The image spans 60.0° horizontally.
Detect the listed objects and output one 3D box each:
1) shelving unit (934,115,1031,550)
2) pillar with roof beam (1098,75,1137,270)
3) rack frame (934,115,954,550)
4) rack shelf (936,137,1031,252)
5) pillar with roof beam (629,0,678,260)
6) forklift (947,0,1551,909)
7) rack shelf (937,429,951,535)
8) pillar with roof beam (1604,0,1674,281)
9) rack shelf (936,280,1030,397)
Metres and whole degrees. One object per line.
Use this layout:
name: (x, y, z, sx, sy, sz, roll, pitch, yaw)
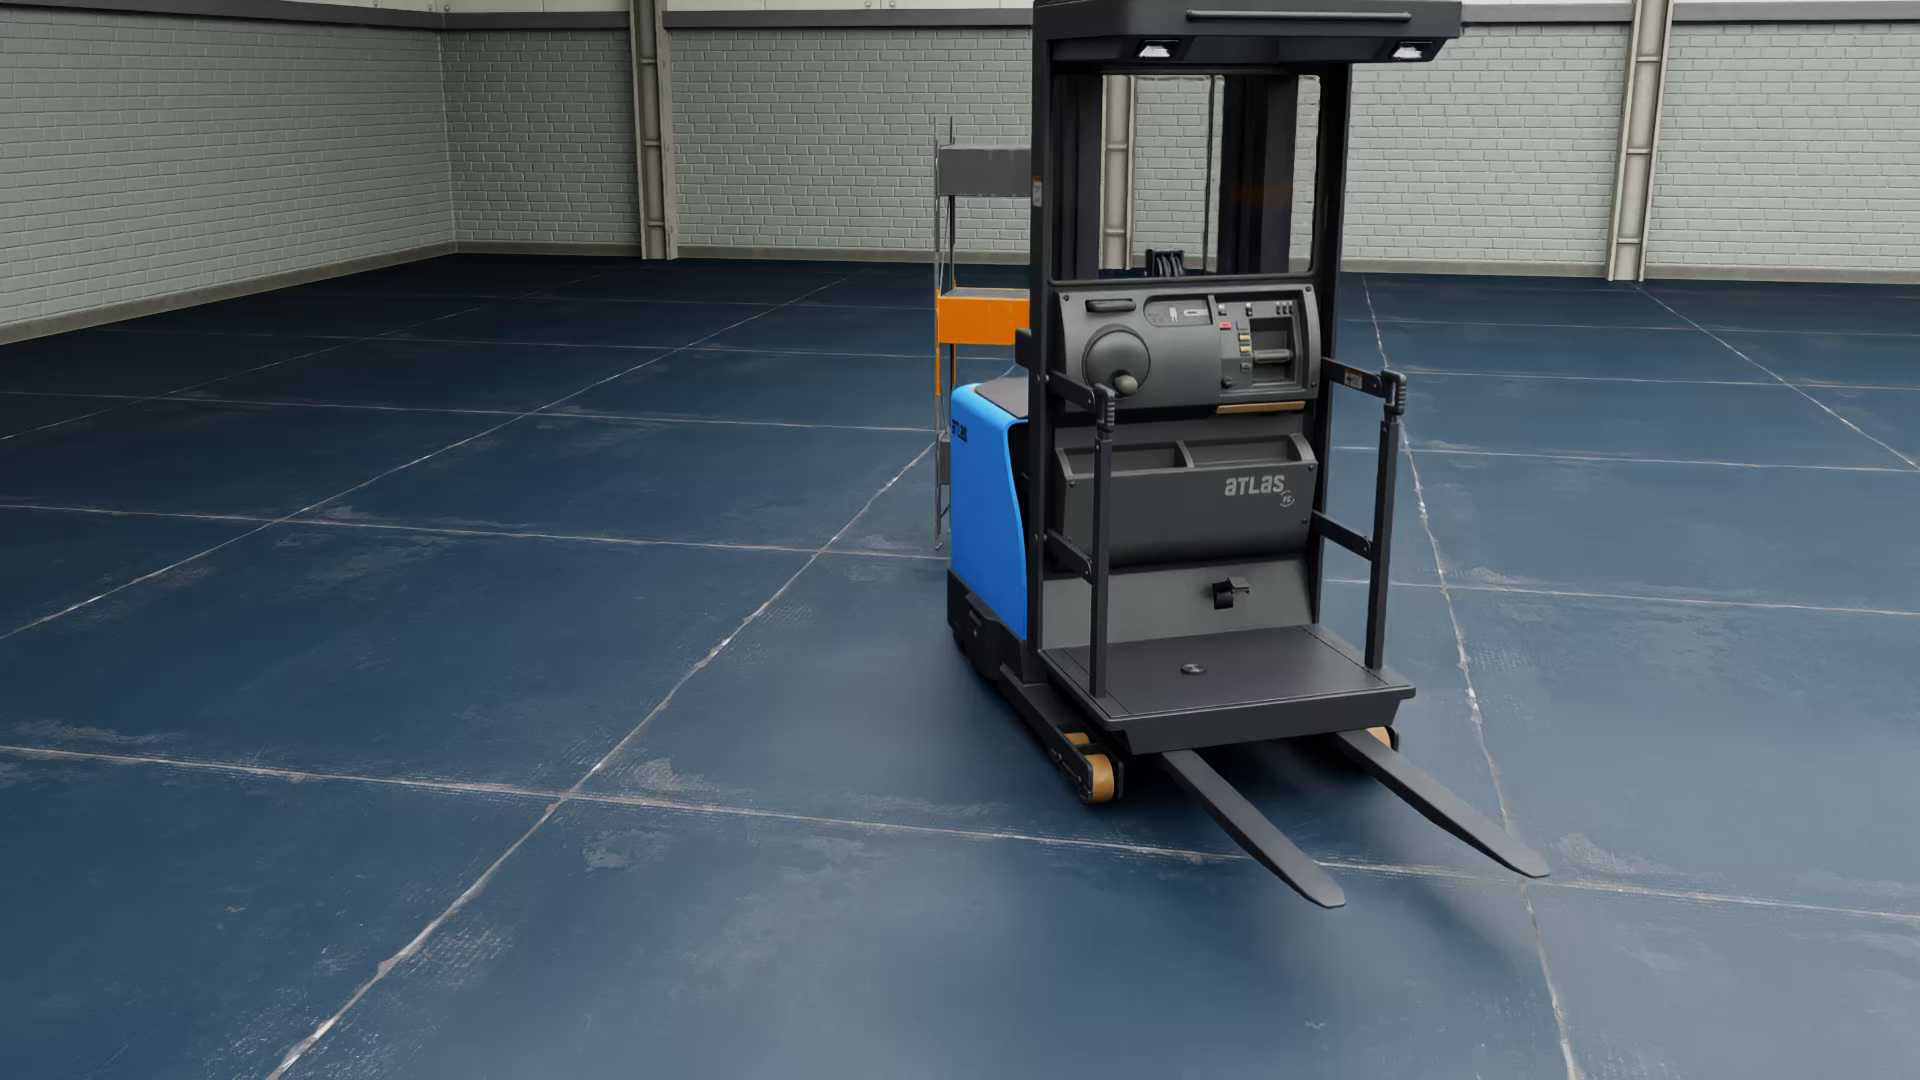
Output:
shelving unit: (0.162, -1.003, 8.180, 0.503, 2.100, 0.431, 3, 16, 11)
pillar with roof beam: (1.075, -6.602, 15.469, 0.400, 9.000, 9.100, 3, 16, 11)
rack frame: (-0.077, -1.016, 8.227, 0.015, 2.100, 0.400, 3, 16, 11)
rack shelf: (0.162, -1.665, 7.997, 0.480, 0.518, 0.431, 3, 16, 11)
pillar with roof beam: (-4.804, -6.921, 16.621, 0.400, 9.000, 9.100, 3, 16, 11)
forklift: (0.842, -0.670, 5.421, 1.130, 2.935, 3.031, -4, 16, -15)
rack shelf: (0.162, -0.315, 8.370, 0.480, 0.518, 0.431, 3, 16, 11)
pillar with roof beam: (6.955, -6.283, 14.317, 0.400, 9.000, 9.100, 3, 16, 11)
rack shelf: (0.162, -0.990, 8.184, 0.480, 0.518, 0.431, 3, 16, 11)
